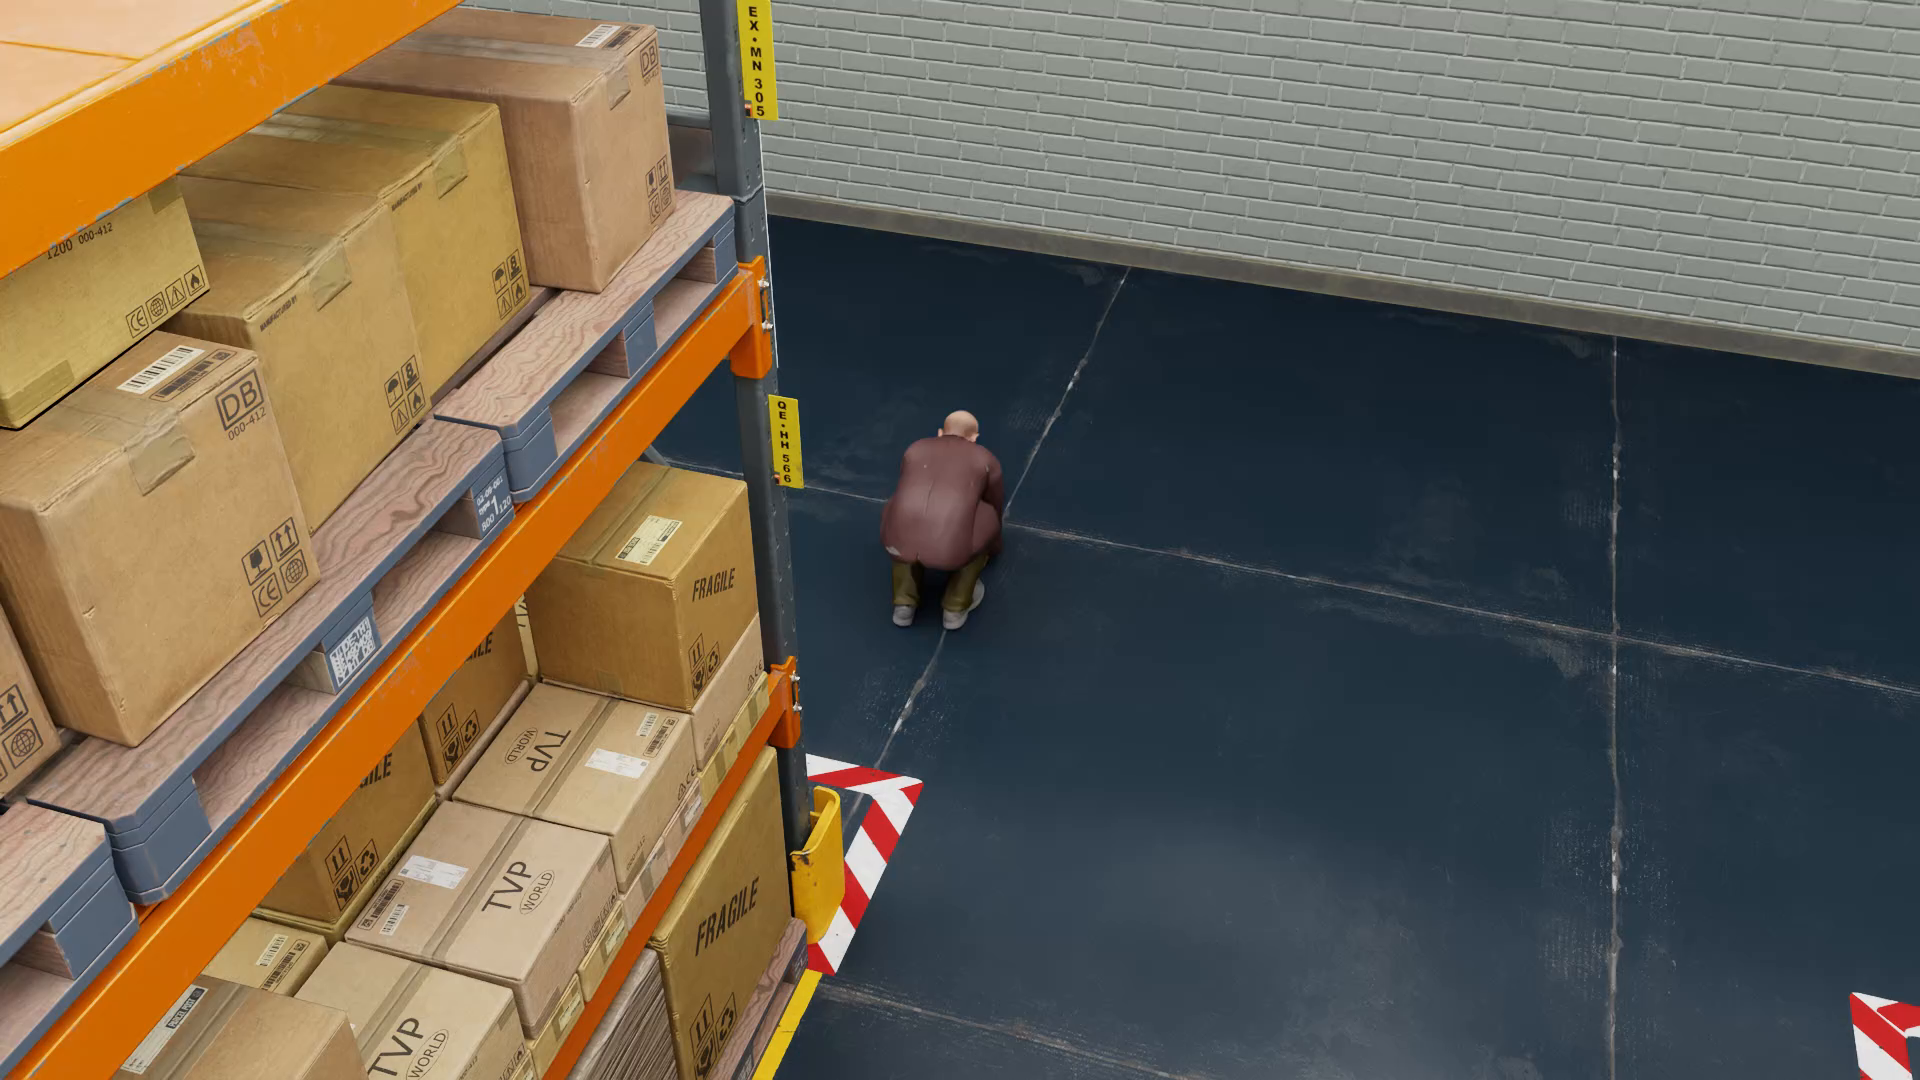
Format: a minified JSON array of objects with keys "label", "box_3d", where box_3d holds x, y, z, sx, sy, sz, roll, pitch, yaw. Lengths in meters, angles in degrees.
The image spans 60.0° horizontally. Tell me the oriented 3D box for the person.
[{"label":"person","box_3d":[-0.070,-0.067,7.837,0.575,0.814,0.949,10,38,13]}]
